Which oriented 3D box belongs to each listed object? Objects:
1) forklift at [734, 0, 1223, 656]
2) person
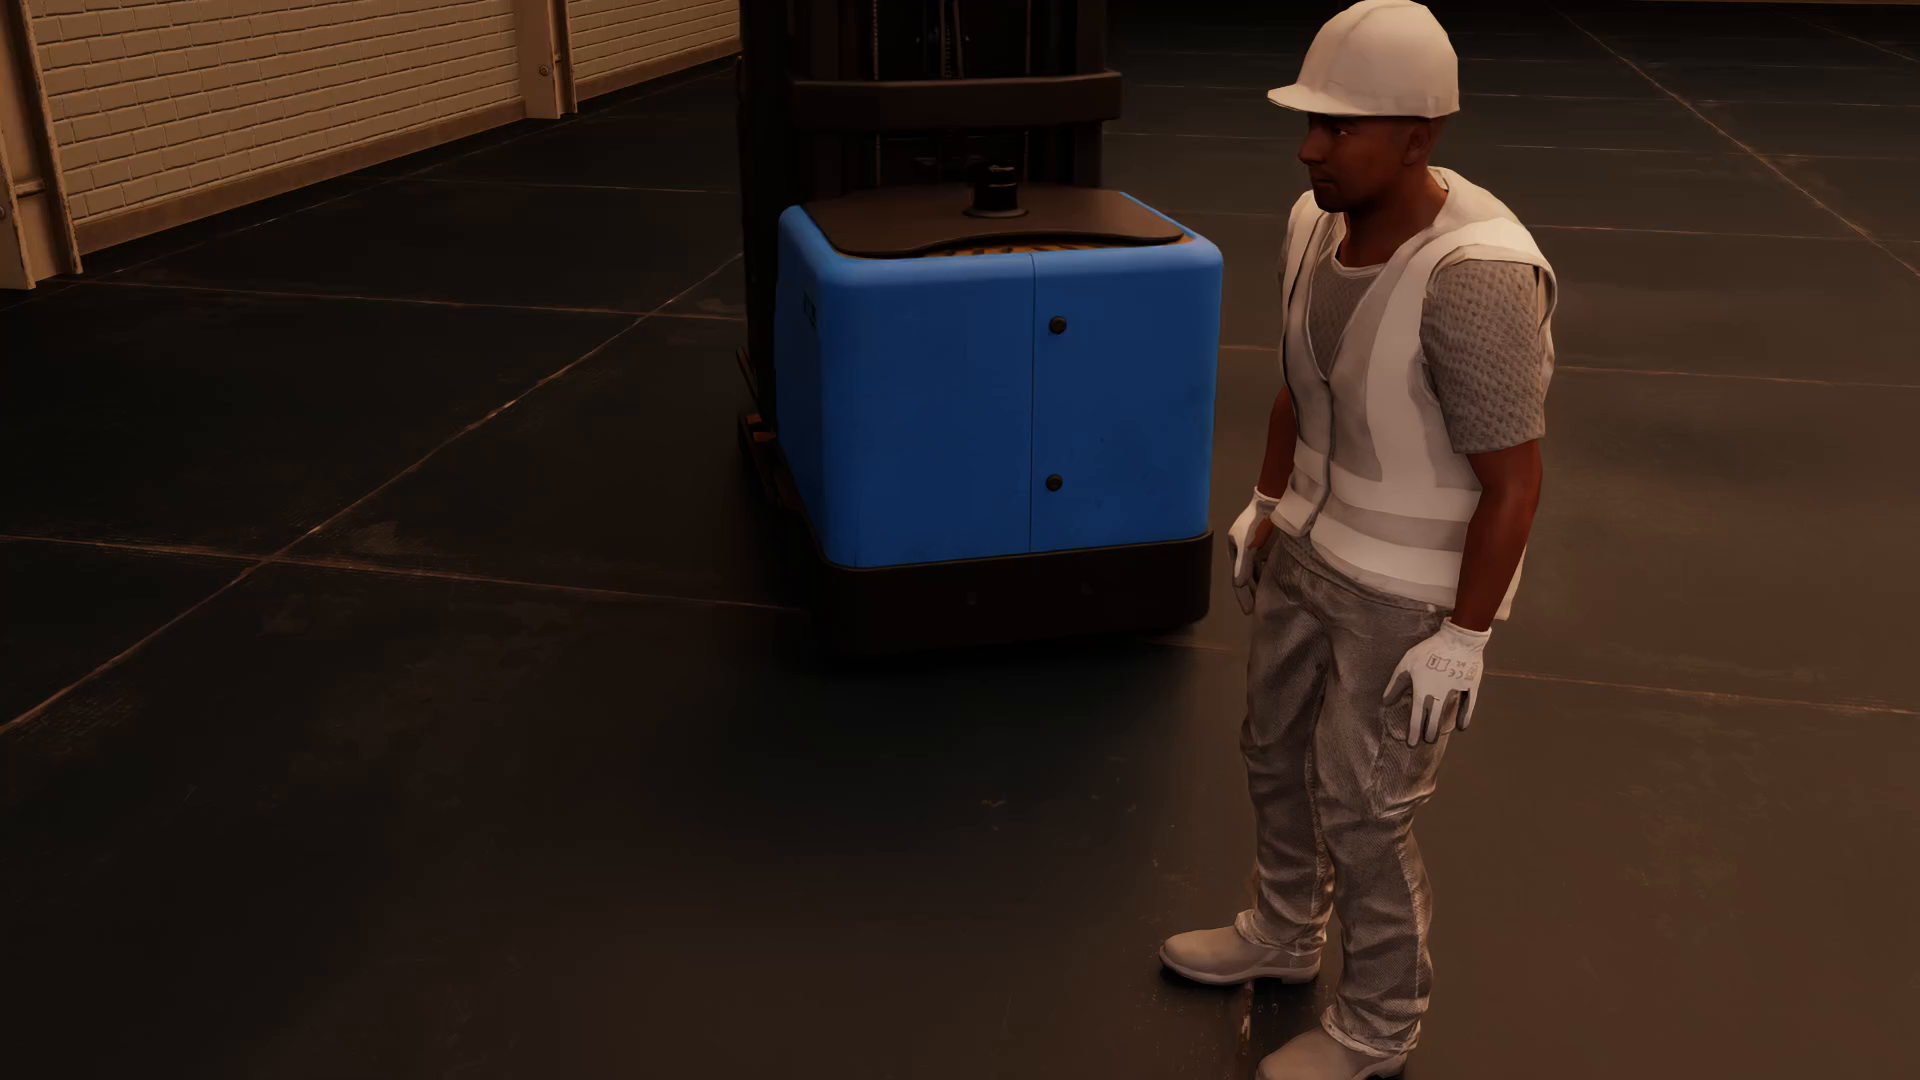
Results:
[{"bbox_3d":[-0.162,-1.587,5.159,1.130,2.935,3.031,-5,23,-12],"label":"forklift"},{"bbox_3d":[0.632,0.063,2.651,0.449,1.773,0.620,-8,23,-18],"label":"person"}]
